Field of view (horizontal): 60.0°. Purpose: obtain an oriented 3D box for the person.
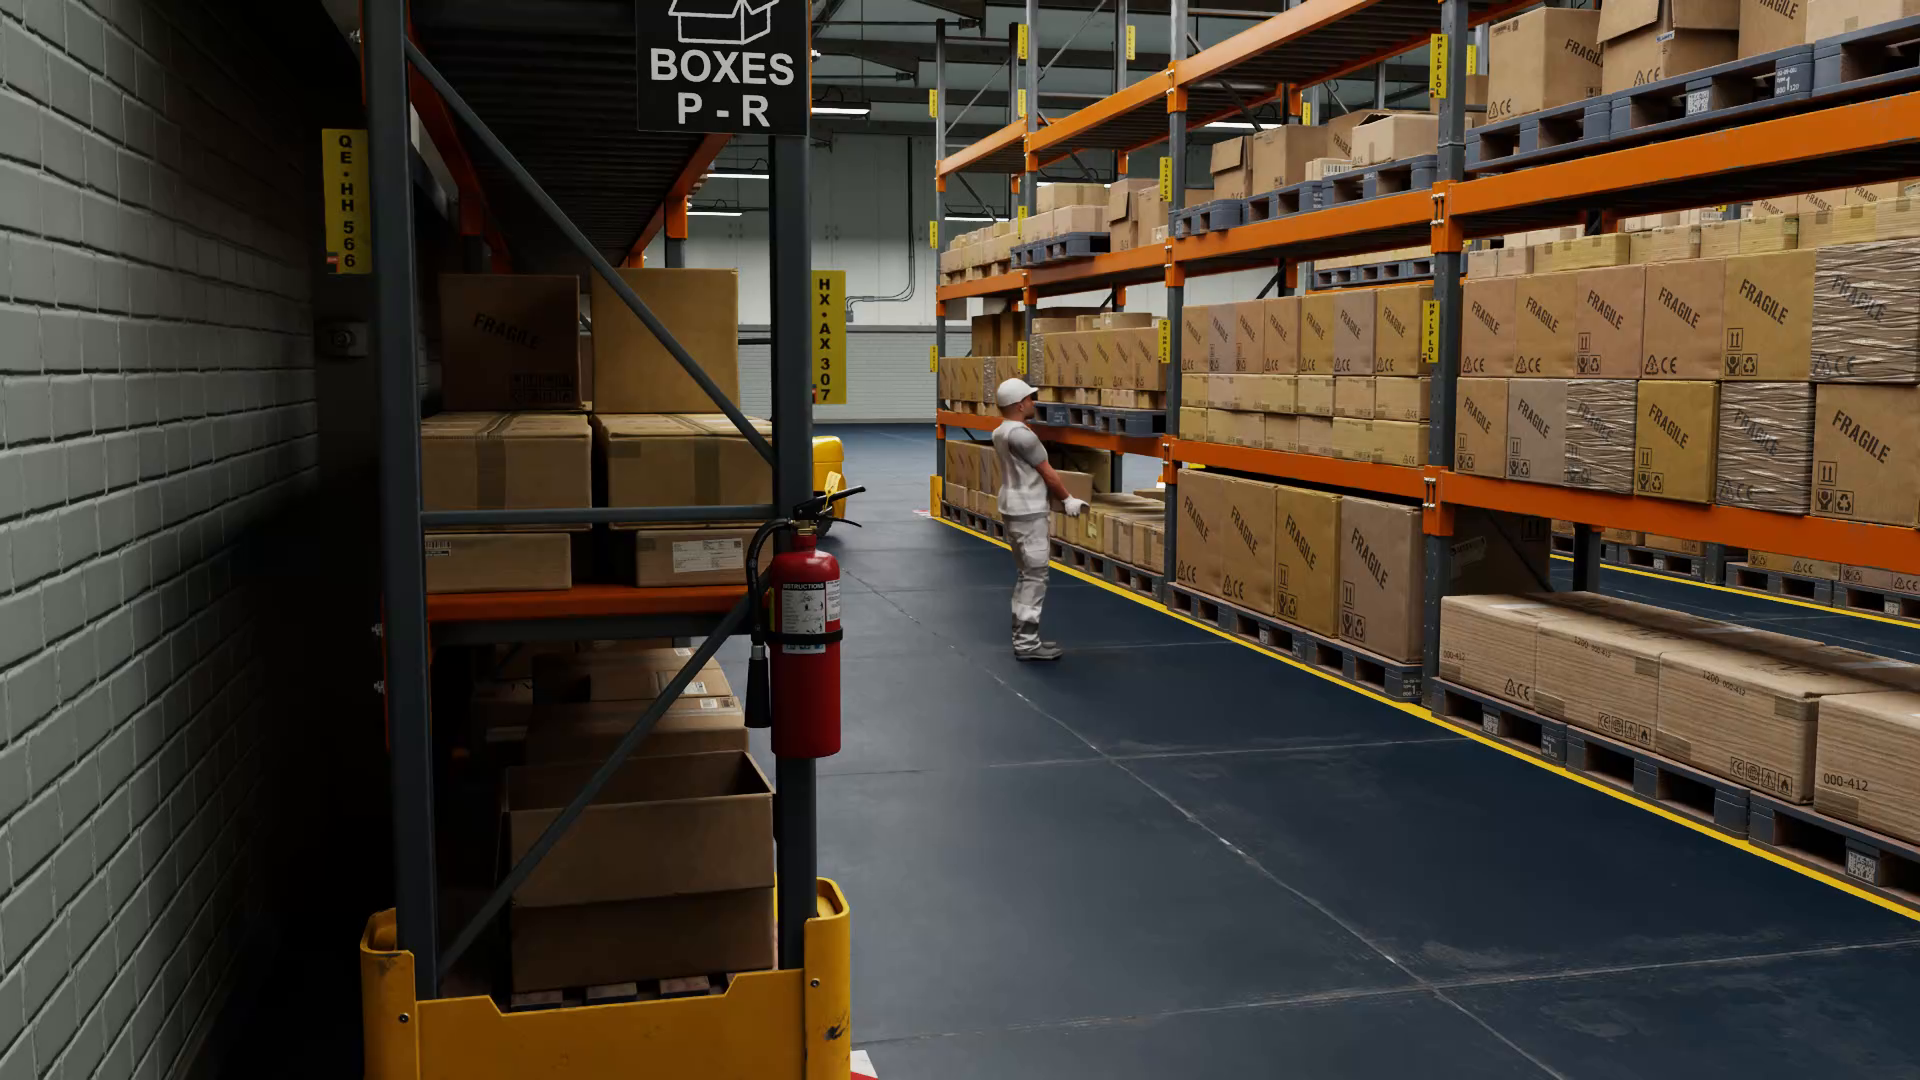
[{"bbox_3d":[0.512,-0.139,10.638,0.573,1.781,0.494,-1,6,-14],"label":"person"}]
